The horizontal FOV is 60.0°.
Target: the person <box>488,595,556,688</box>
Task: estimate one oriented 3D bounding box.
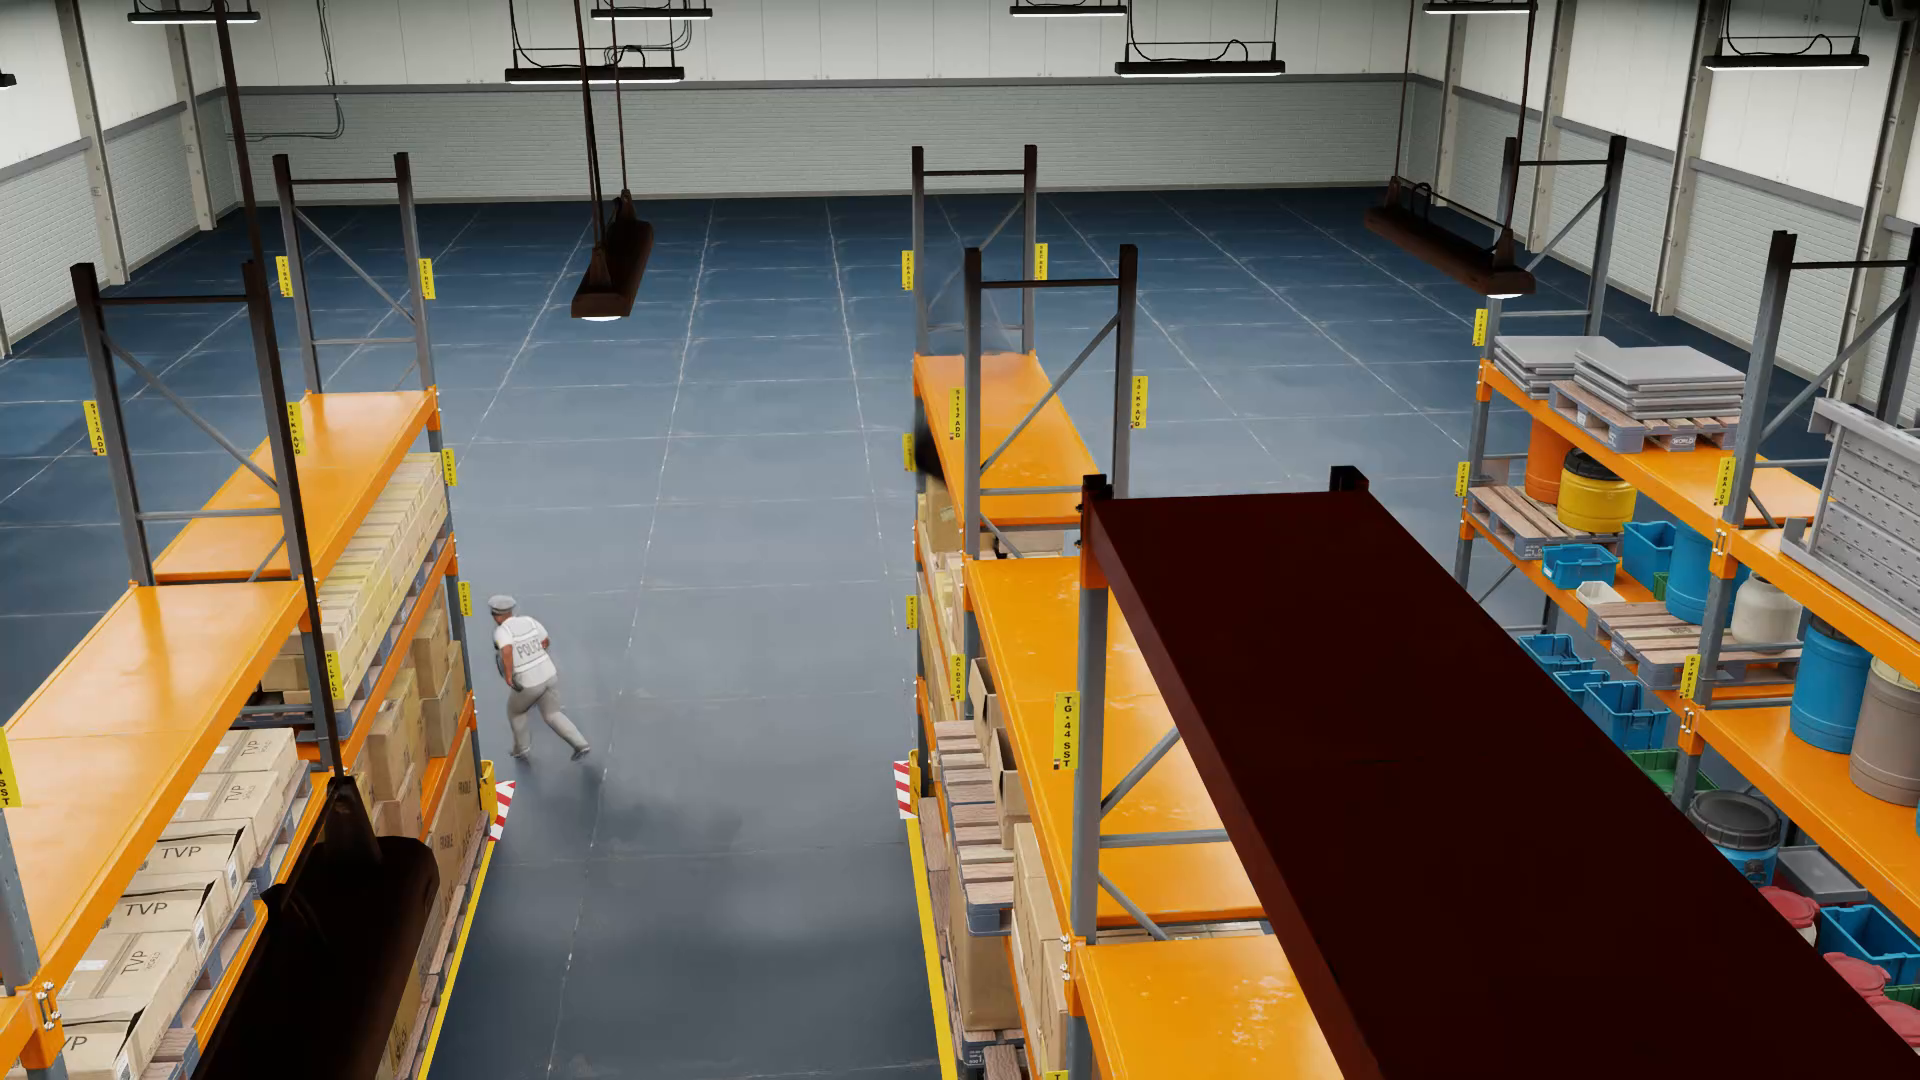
[{"bbox_3d":[-4.177,0.985,15.787,0.633,0.856,0.668,10,24,24],"label":"person"}]
